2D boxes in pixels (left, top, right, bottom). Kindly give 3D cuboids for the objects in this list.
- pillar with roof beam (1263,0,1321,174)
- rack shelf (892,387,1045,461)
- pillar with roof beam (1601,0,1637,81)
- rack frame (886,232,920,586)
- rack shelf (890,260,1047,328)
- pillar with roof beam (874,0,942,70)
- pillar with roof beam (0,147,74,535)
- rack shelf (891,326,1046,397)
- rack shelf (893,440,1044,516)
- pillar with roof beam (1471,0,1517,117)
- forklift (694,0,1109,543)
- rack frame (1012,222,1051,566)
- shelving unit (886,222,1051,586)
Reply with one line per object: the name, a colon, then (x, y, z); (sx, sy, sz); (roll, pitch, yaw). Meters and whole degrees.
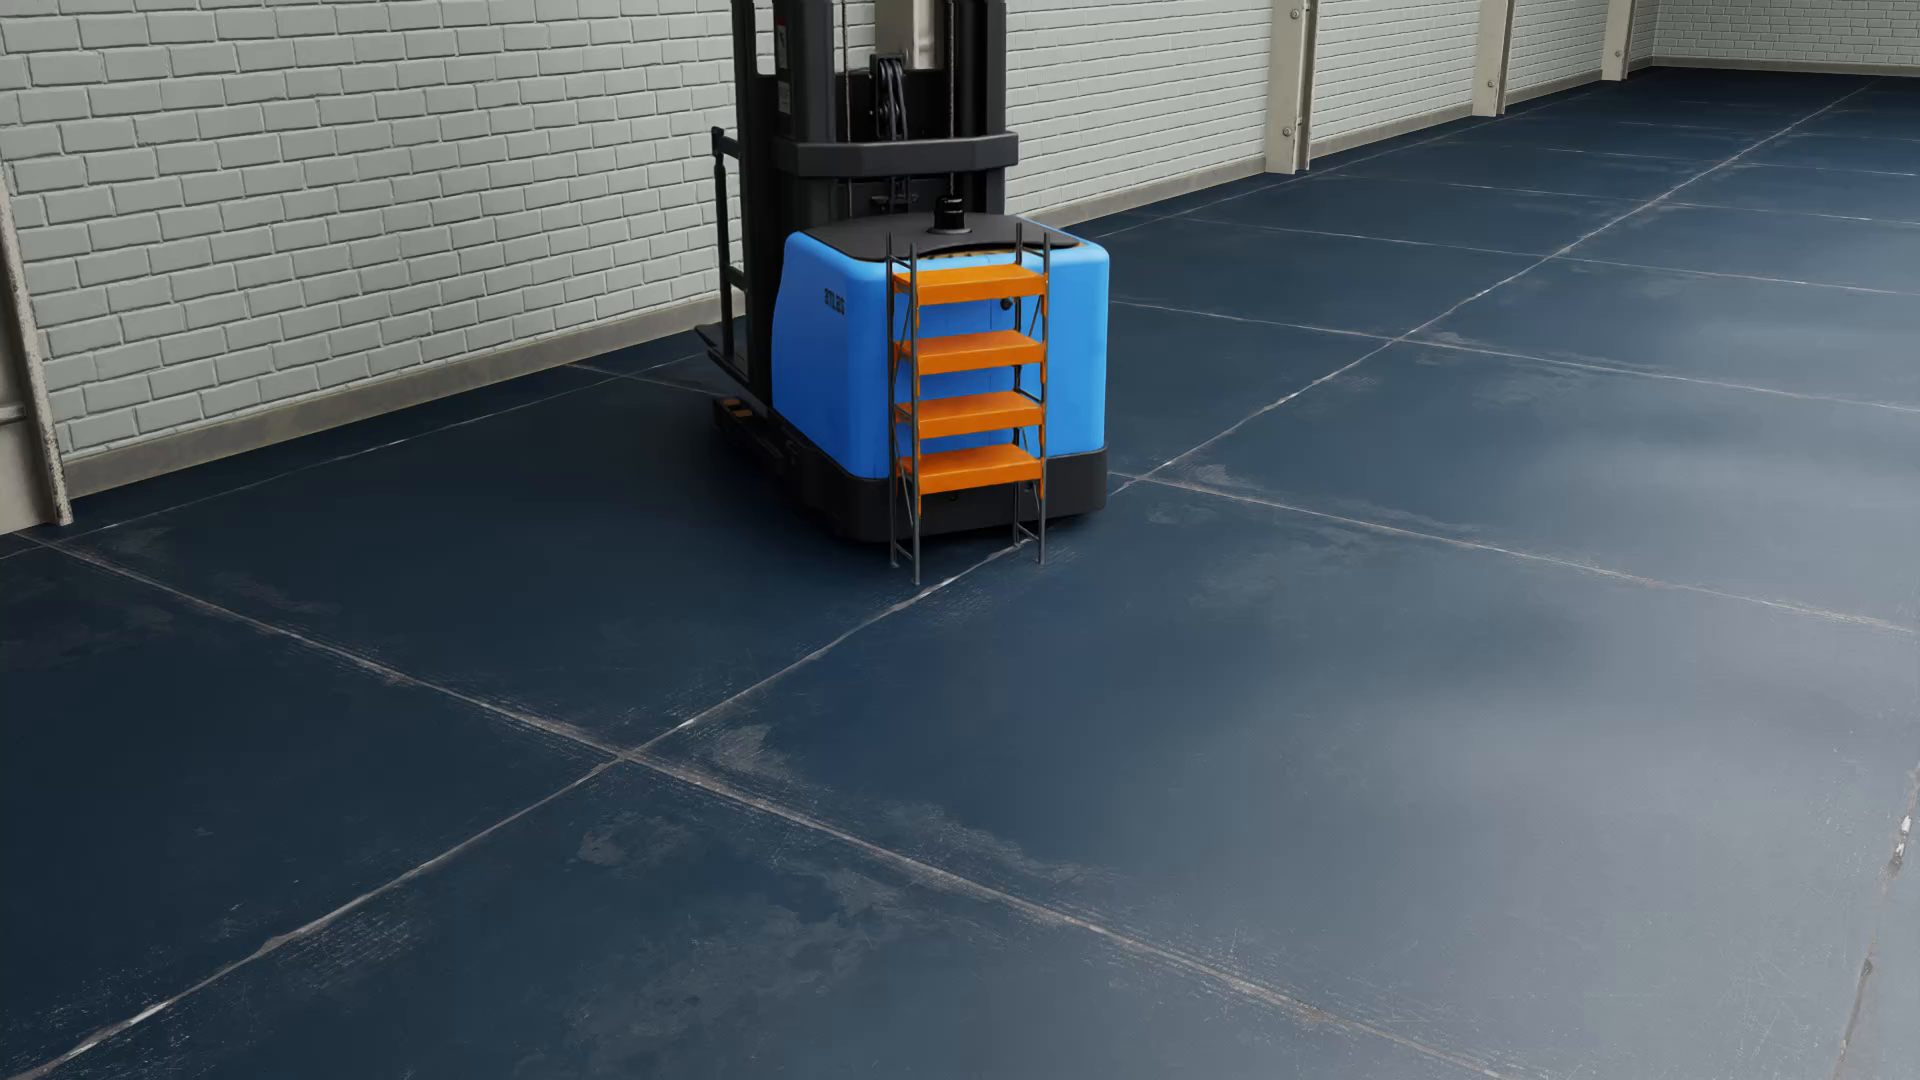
pillar with roof beam: (6.631, -6.867, 11.859); (9.100, 9.000, 0.400); (13, 24, 32)
rack shelf: (0.027, -0.411, 5.842); (0.480, 0.148, 0.258); (-9, 22, -22)
pillar with roof beam: (13.377, -10.310, 21.167); (9.100, 9.000, 0.400); (13, 24, 32)
rack frame: (-0.197, -0.441, 5.726); (0.015, 1.200, 0.240); (-9, 22, -22)
rack shelf: (0.027, -0.843, 5.682); (0.480, 0.148, 0.258); (-9, 22, -22)
pillar with roof beam: (3.258, -5.146, 7.205); (9.100, 9.000, 0.400); (13, 24, 32)
pillar with roof beam: (-0.114, -3.424, 2.551); (9.100, 9.000, 0.400); (13, 24, 32)
rack shelf: (0.027, -0.621, 5.764); (0.480, 0.148, 0.258); (-9, 22, -22)
rack shelf: (0.027, -0.225, 5.910); (0.480, 0.148, 0.258); (-9, 22, -22)
pillar with roof beam: (10.004, -8.589, 16.513); (9.100, 9.000, 0.400); (13, 24, 32)
forklift: (-0.475, -1.840, 7.015); (1.130, 2.935, 3.031); (-8, 22, -21)
rack frame: (0.251, -0.508, 5.910); (0.015, 1.200, 0.240); (-9, 22, -22)
shelving unit: (0.027, -0.474, 5.818); (0.503, 1.200, 0.258); (-9, 22, -22)
